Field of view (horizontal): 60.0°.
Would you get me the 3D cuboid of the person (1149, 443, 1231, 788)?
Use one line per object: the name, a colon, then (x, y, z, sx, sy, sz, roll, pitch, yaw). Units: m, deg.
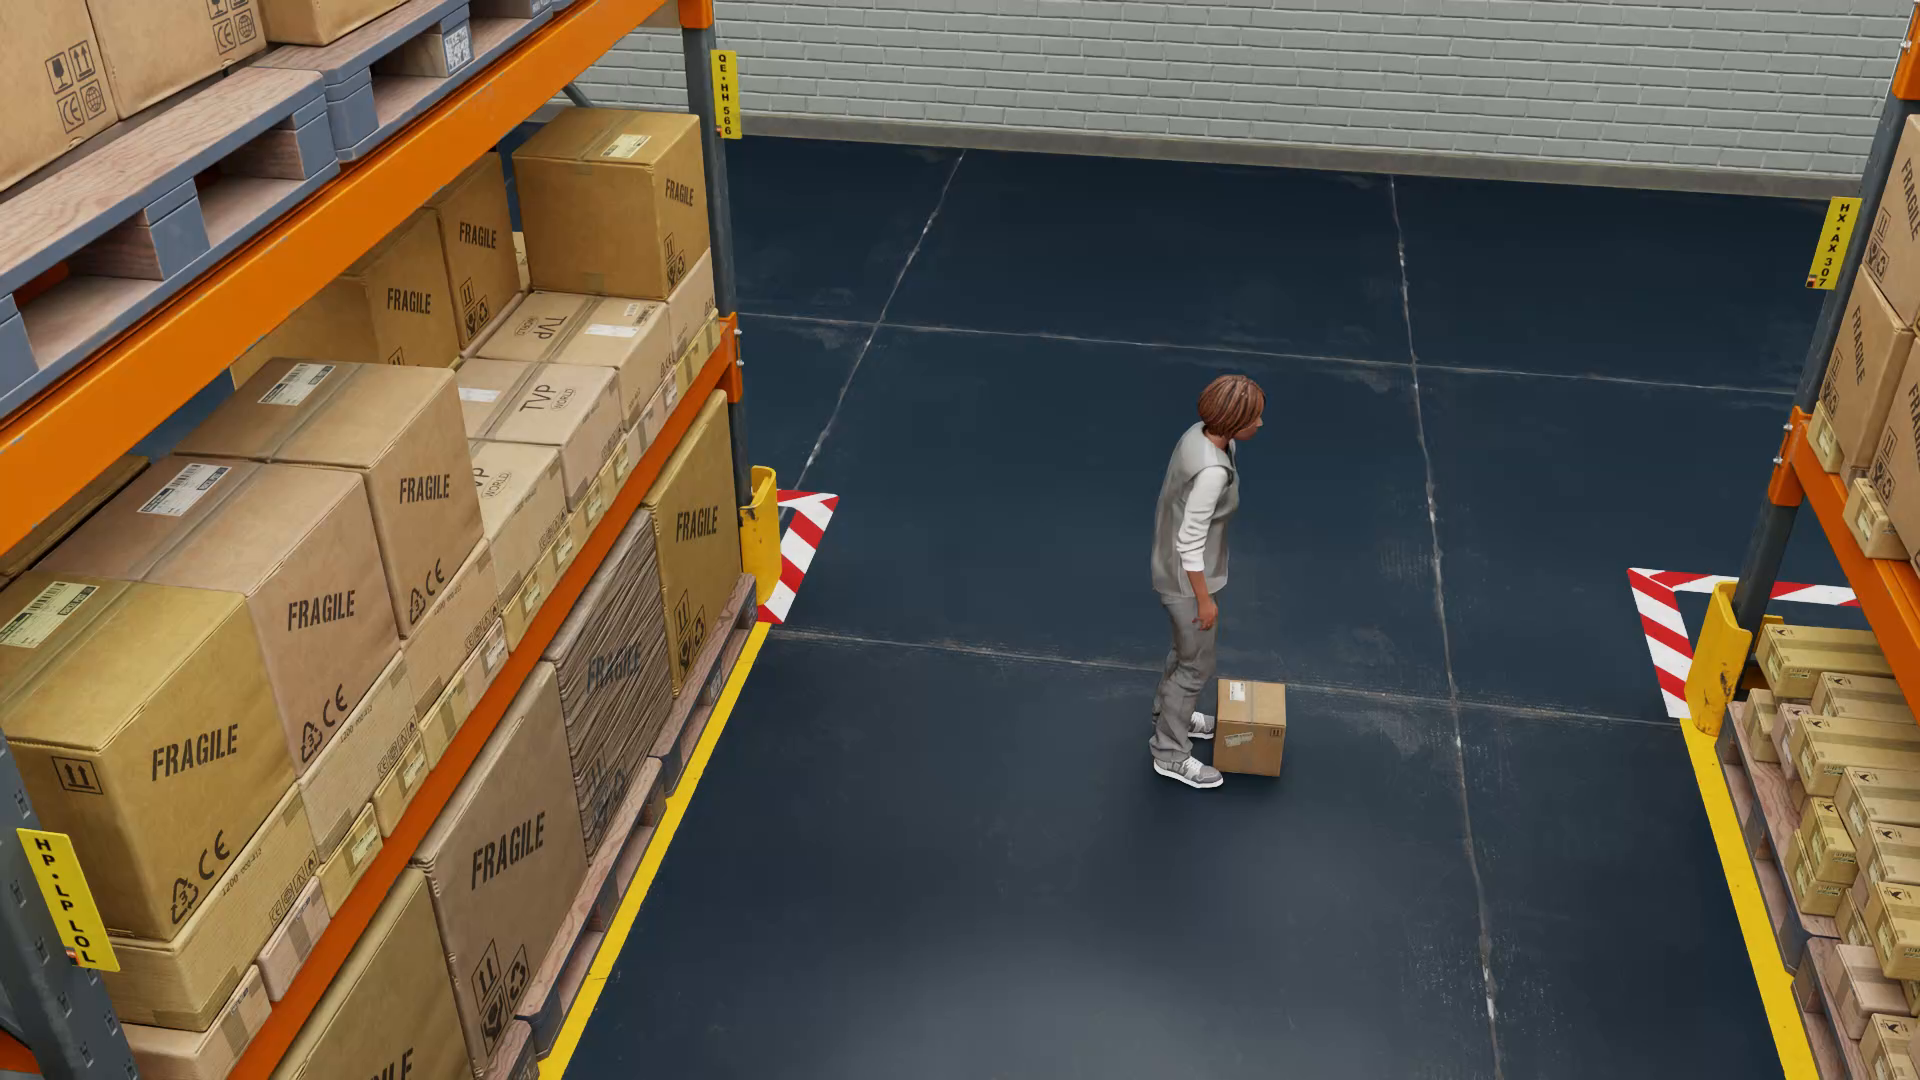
person: (0.855, 0.231, 6.013, 0.320, 1.352, 0.462, 6, 33, 8)
